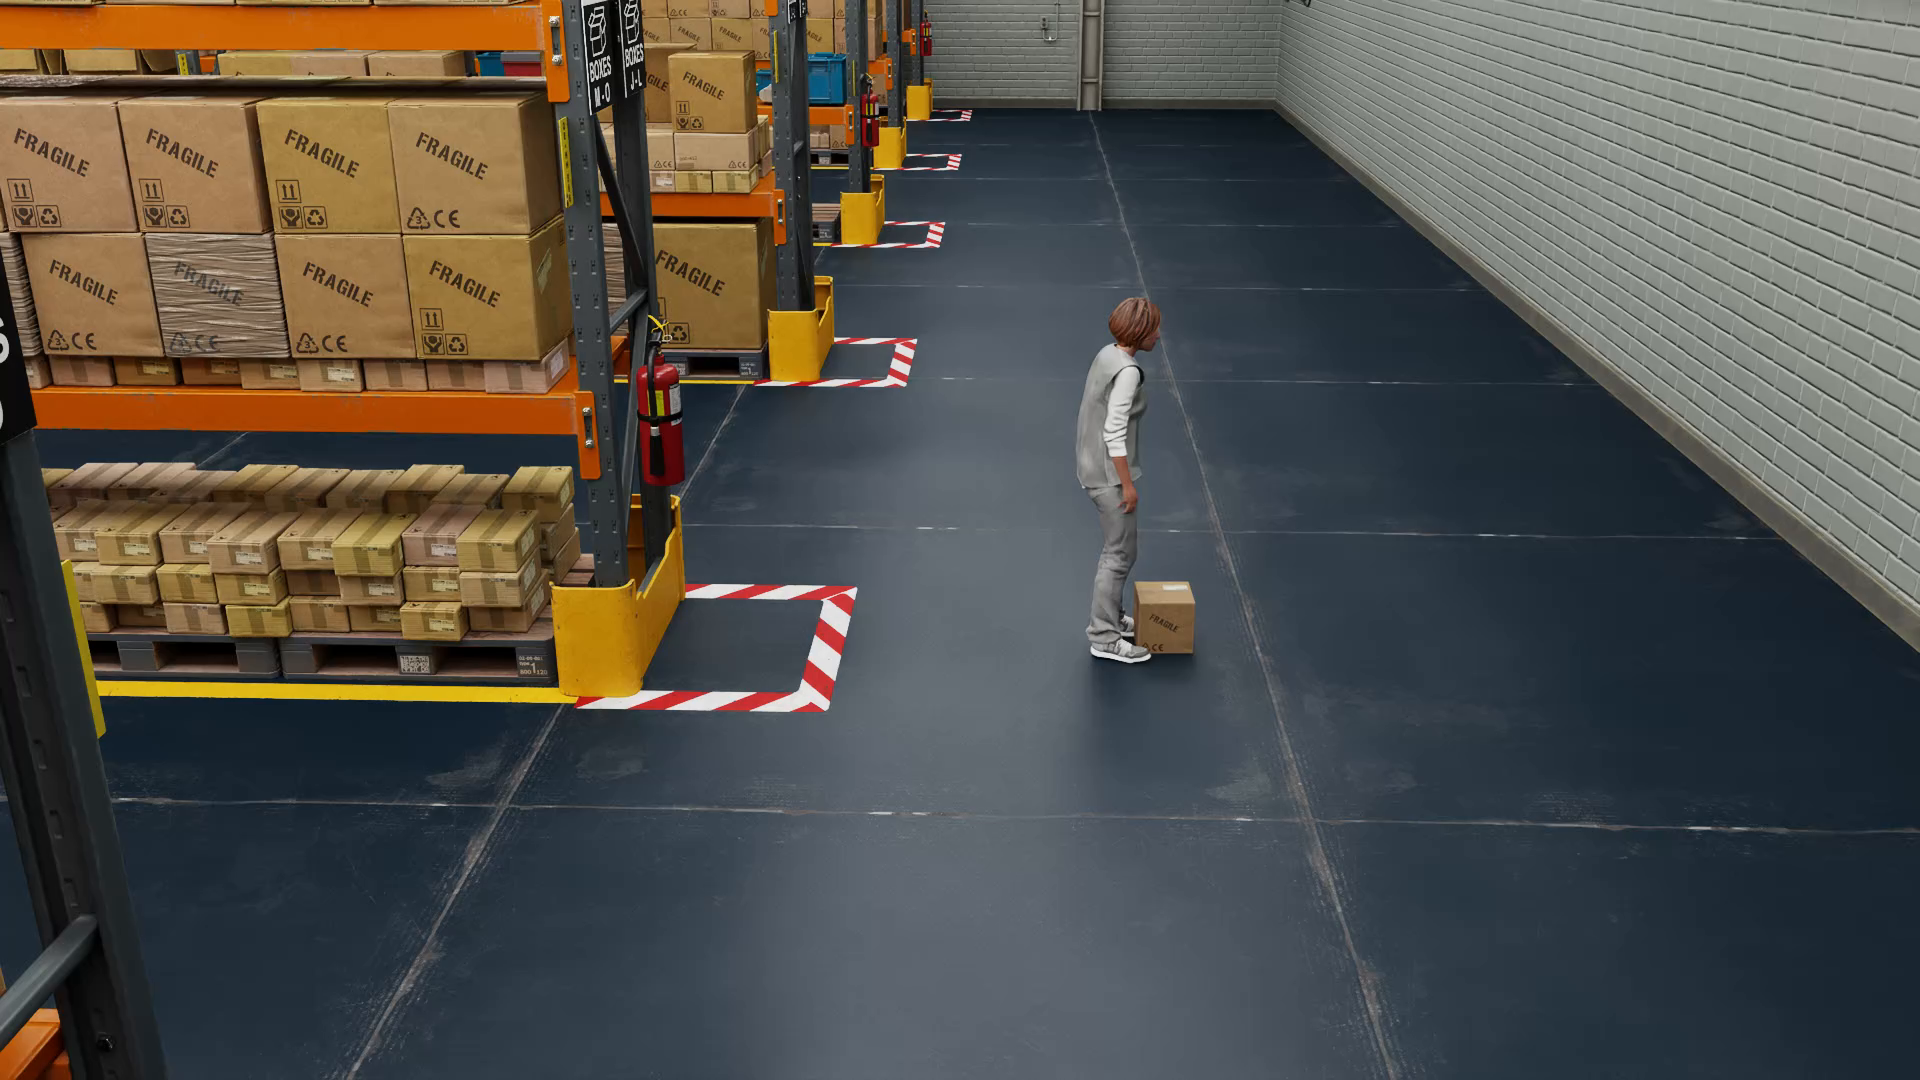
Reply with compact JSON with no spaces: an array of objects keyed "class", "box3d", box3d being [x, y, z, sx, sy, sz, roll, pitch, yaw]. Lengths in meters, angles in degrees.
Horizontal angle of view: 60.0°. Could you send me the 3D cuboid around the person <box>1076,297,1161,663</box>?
[{"class":"person","box3d":[0.702,-0.274,7.310,0.378,1.592,0.480,-1,21,-2]}]
